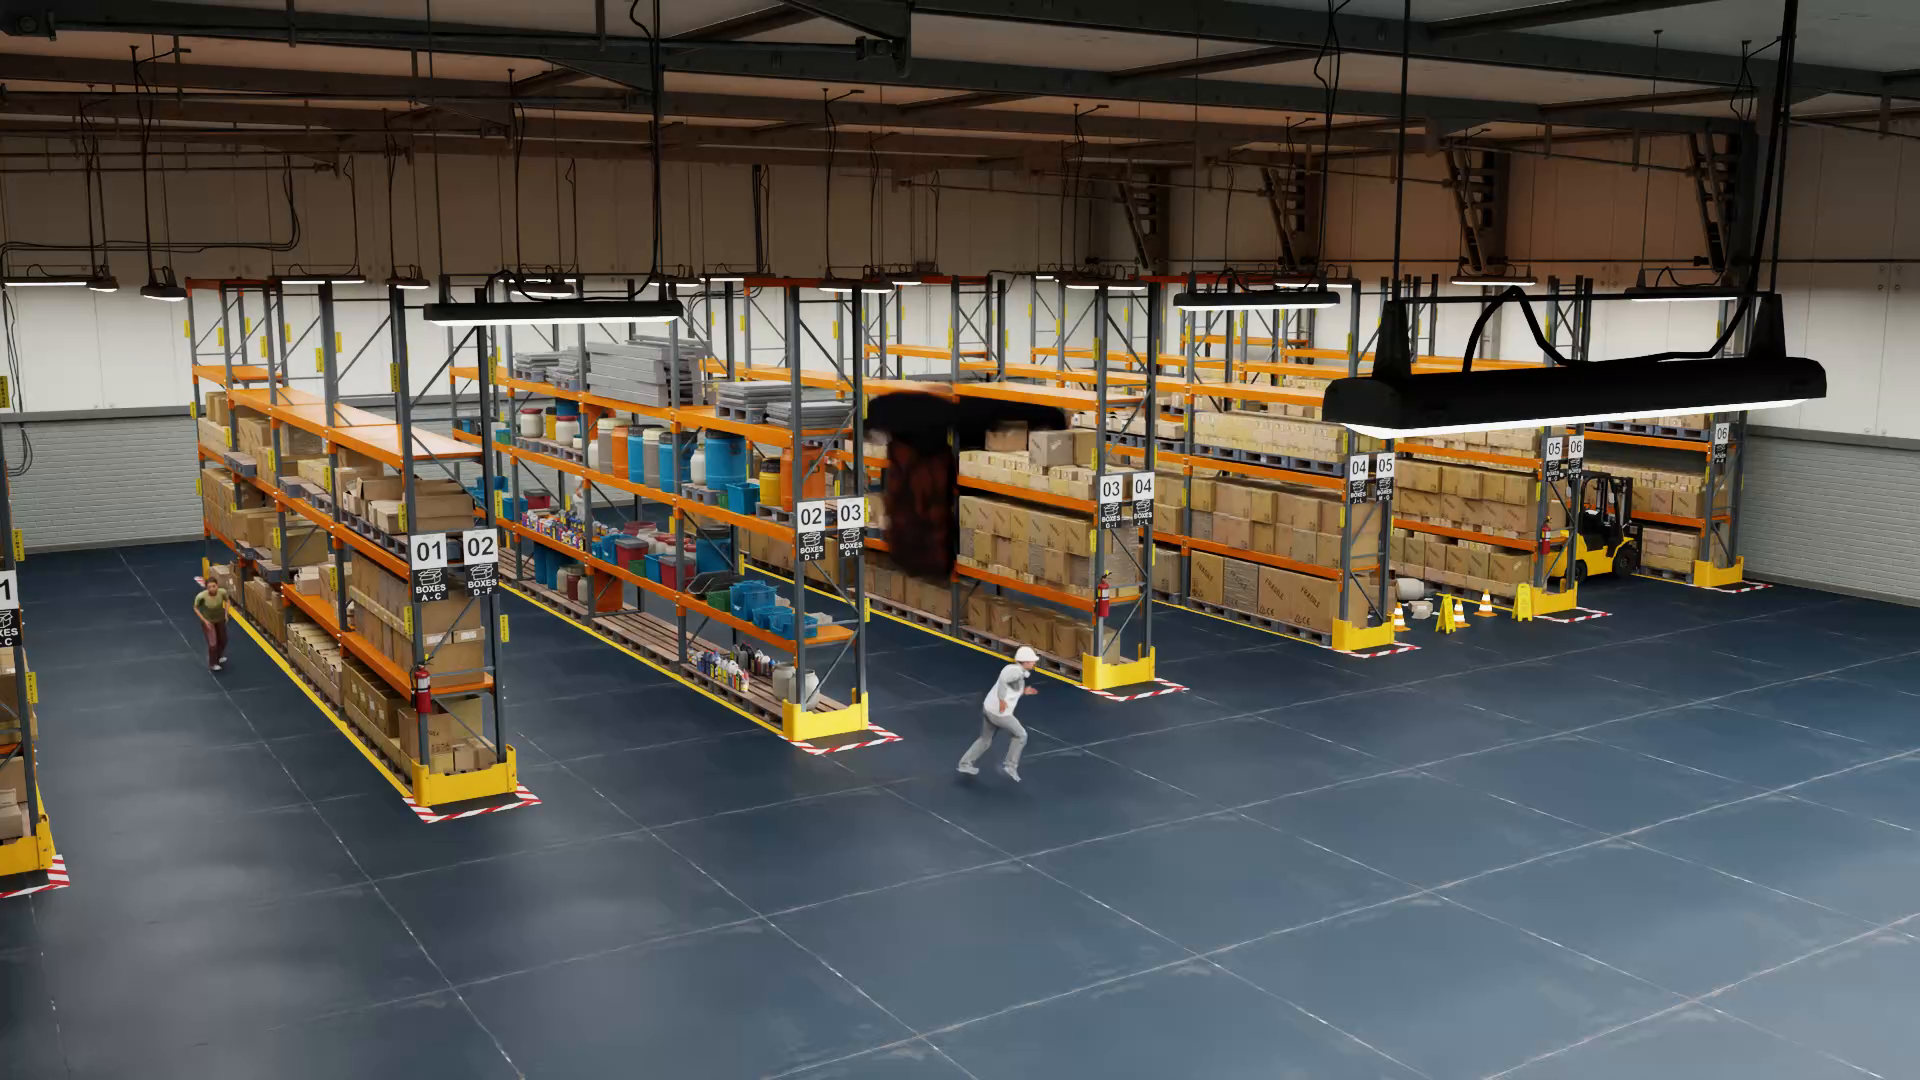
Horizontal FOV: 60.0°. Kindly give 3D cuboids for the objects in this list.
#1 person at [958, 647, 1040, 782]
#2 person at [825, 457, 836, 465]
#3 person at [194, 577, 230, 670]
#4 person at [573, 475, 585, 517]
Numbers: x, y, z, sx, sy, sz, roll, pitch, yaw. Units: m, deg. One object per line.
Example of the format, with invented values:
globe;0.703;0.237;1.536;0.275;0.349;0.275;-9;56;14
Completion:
person;0.475;2.159;20.329;1.003;1.715;0.701;-1;10;-7
person;-3.493;-1.691;42.712;0.668;1.795;0.792;2;10;11
person;-11.638;1.279;25.887;0.827;1.505;0.613;8;12;40
person;-8.708;-0.847;37.774;0.779;1.791;0.653;-4;10;-21
